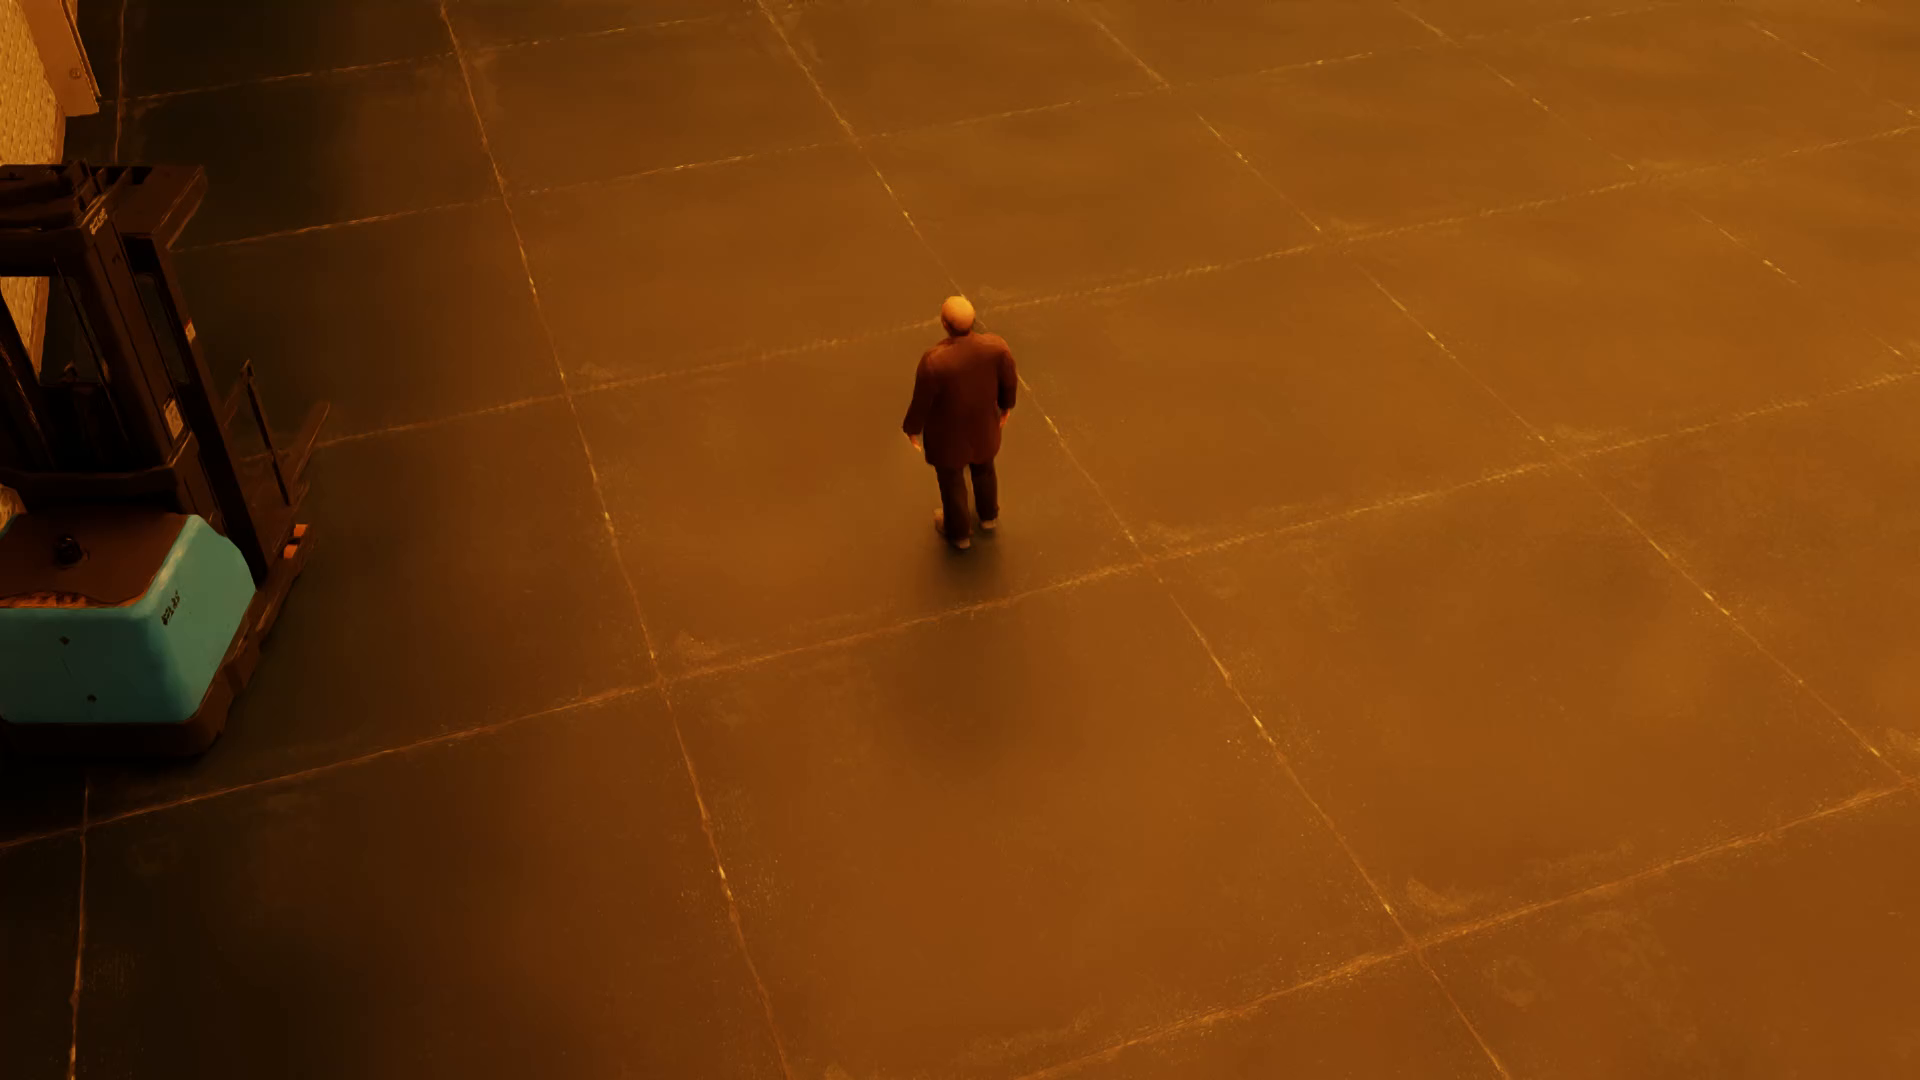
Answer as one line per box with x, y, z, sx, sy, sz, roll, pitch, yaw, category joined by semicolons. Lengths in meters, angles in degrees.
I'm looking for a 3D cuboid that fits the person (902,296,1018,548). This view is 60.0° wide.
-0.027;-0.743;9.766;0.694;1.776;0.580;-13;42;-15;person

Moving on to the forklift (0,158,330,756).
-4.515;-0.898;9.066;1.130;2.935;3.031;0;40;0;forklift
